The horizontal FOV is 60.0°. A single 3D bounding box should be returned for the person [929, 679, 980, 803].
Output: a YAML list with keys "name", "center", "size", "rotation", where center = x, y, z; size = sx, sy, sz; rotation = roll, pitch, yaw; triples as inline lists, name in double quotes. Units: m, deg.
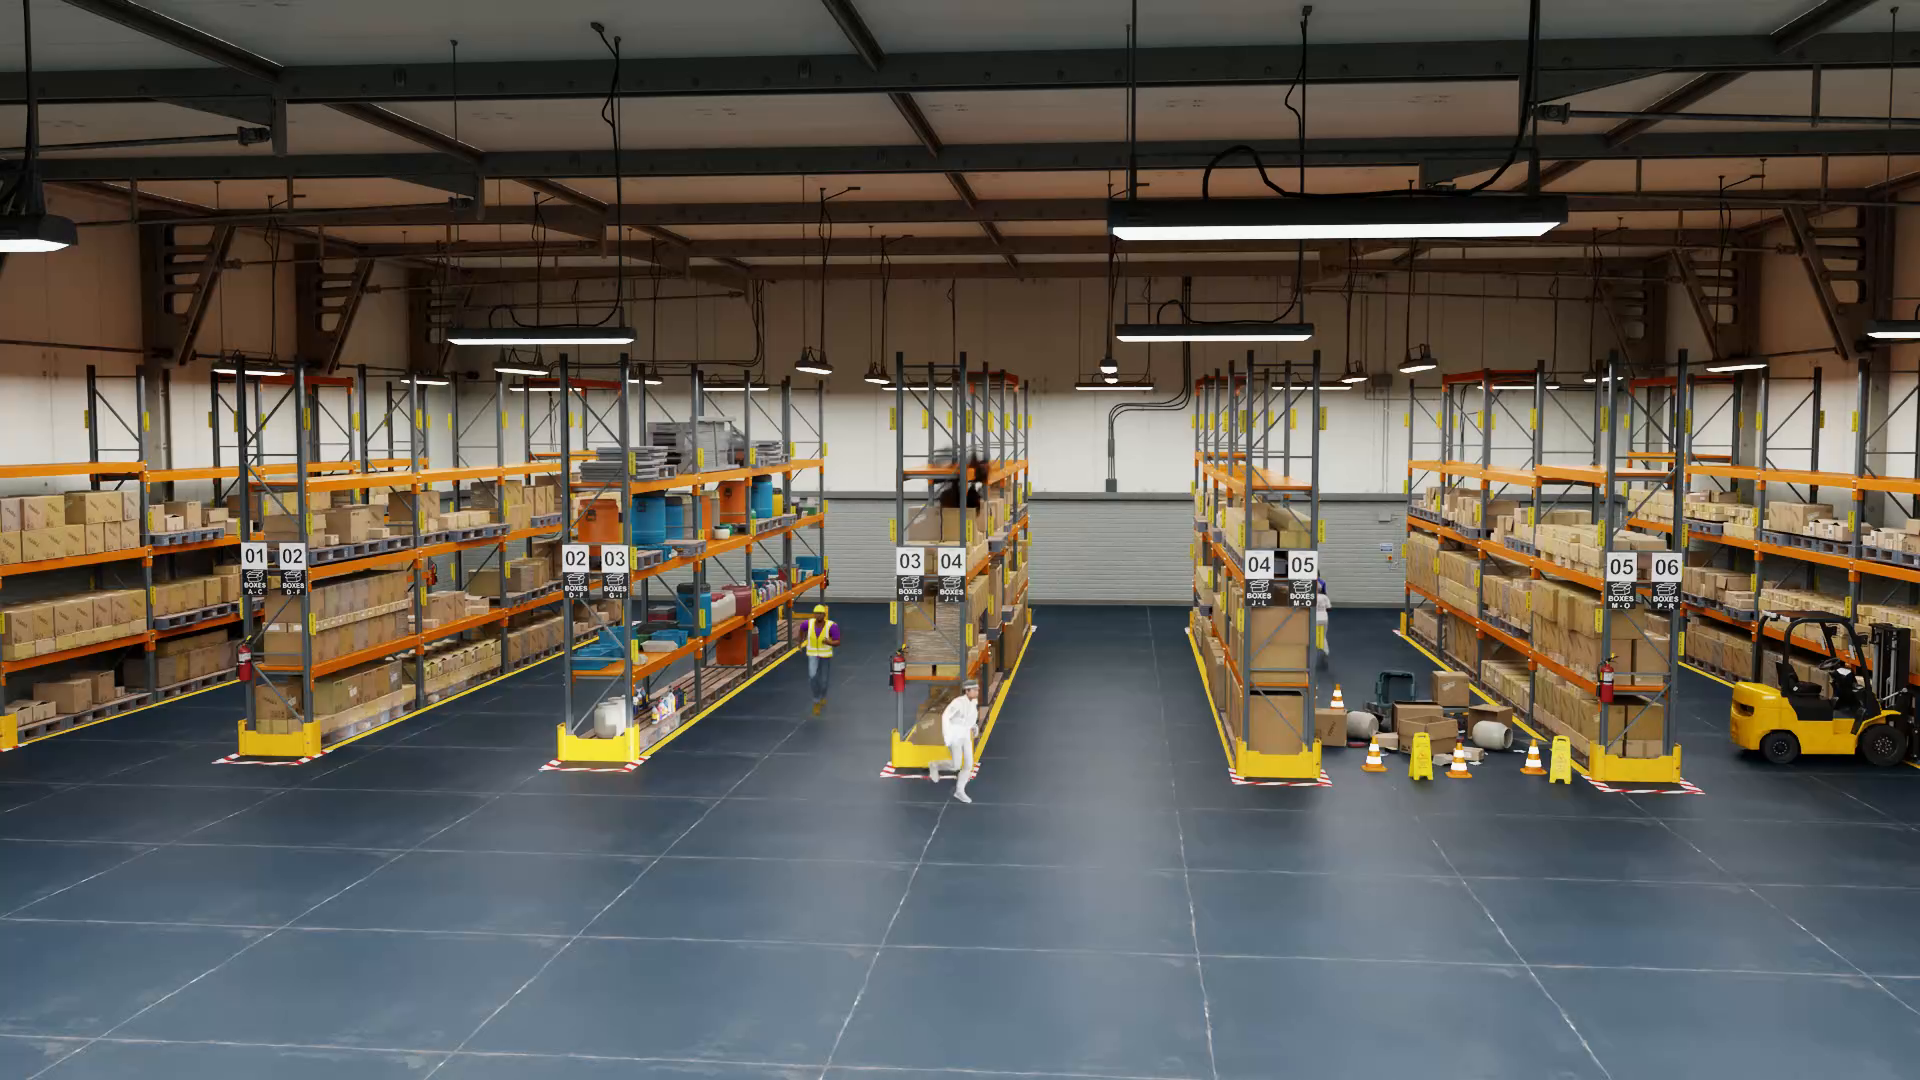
- name: "person"
  center: [-0.067, 2.617, 21.993]
  size: [0.795, 1.632, 0.616]
  rotation: [3, 5, 33]

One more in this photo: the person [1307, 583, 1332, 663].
- name: "person"
  center: [7.384, 1.723, 34.304]
  size: [0.608, 1.677, 0.937]
  rotation: [-1, 4, -7]

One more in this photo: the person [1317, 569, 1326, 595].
- name: "person"
  center: [8.079, 1.486, 37.940]
  size: [0.584, 1.670, 0.865]
  rotation: [0, 4, -4]

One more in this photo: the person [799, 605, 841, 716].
- name: "person"
  center: [-2.301, 1.941, 27.244]
  size: [0.728, 1.791, 0.841]
  rotation: [0, 4, 2]
